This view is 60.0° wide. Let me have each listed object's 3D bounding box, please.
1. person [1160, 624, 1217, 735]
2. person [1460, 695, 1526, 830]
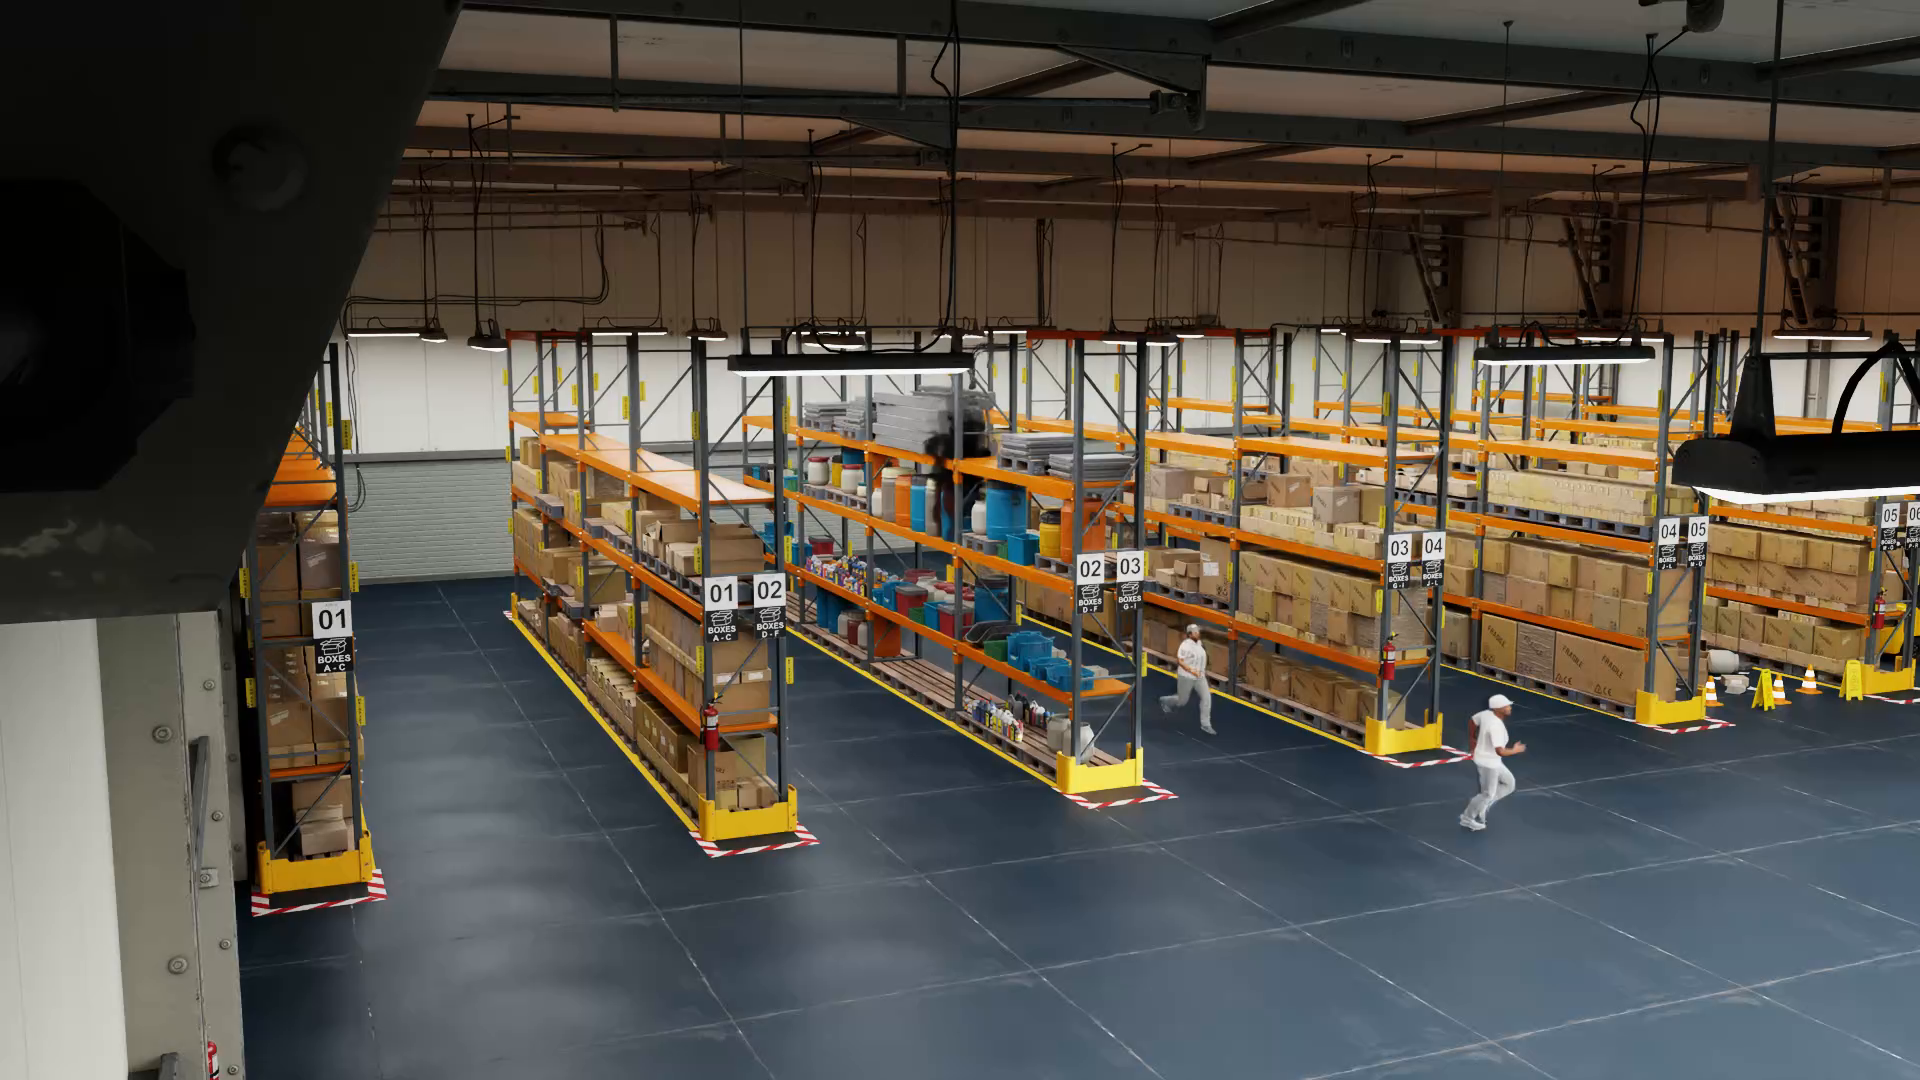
[{"bbox_3d":[3.506,2.101,25.391,0.583,1.666,1.020,-6,10,-39],"label":"person"},{"bbox_3d":[6.519,2.712,20.318,0.721,1.704,0.743,1,8,11],"label":"person"}]
